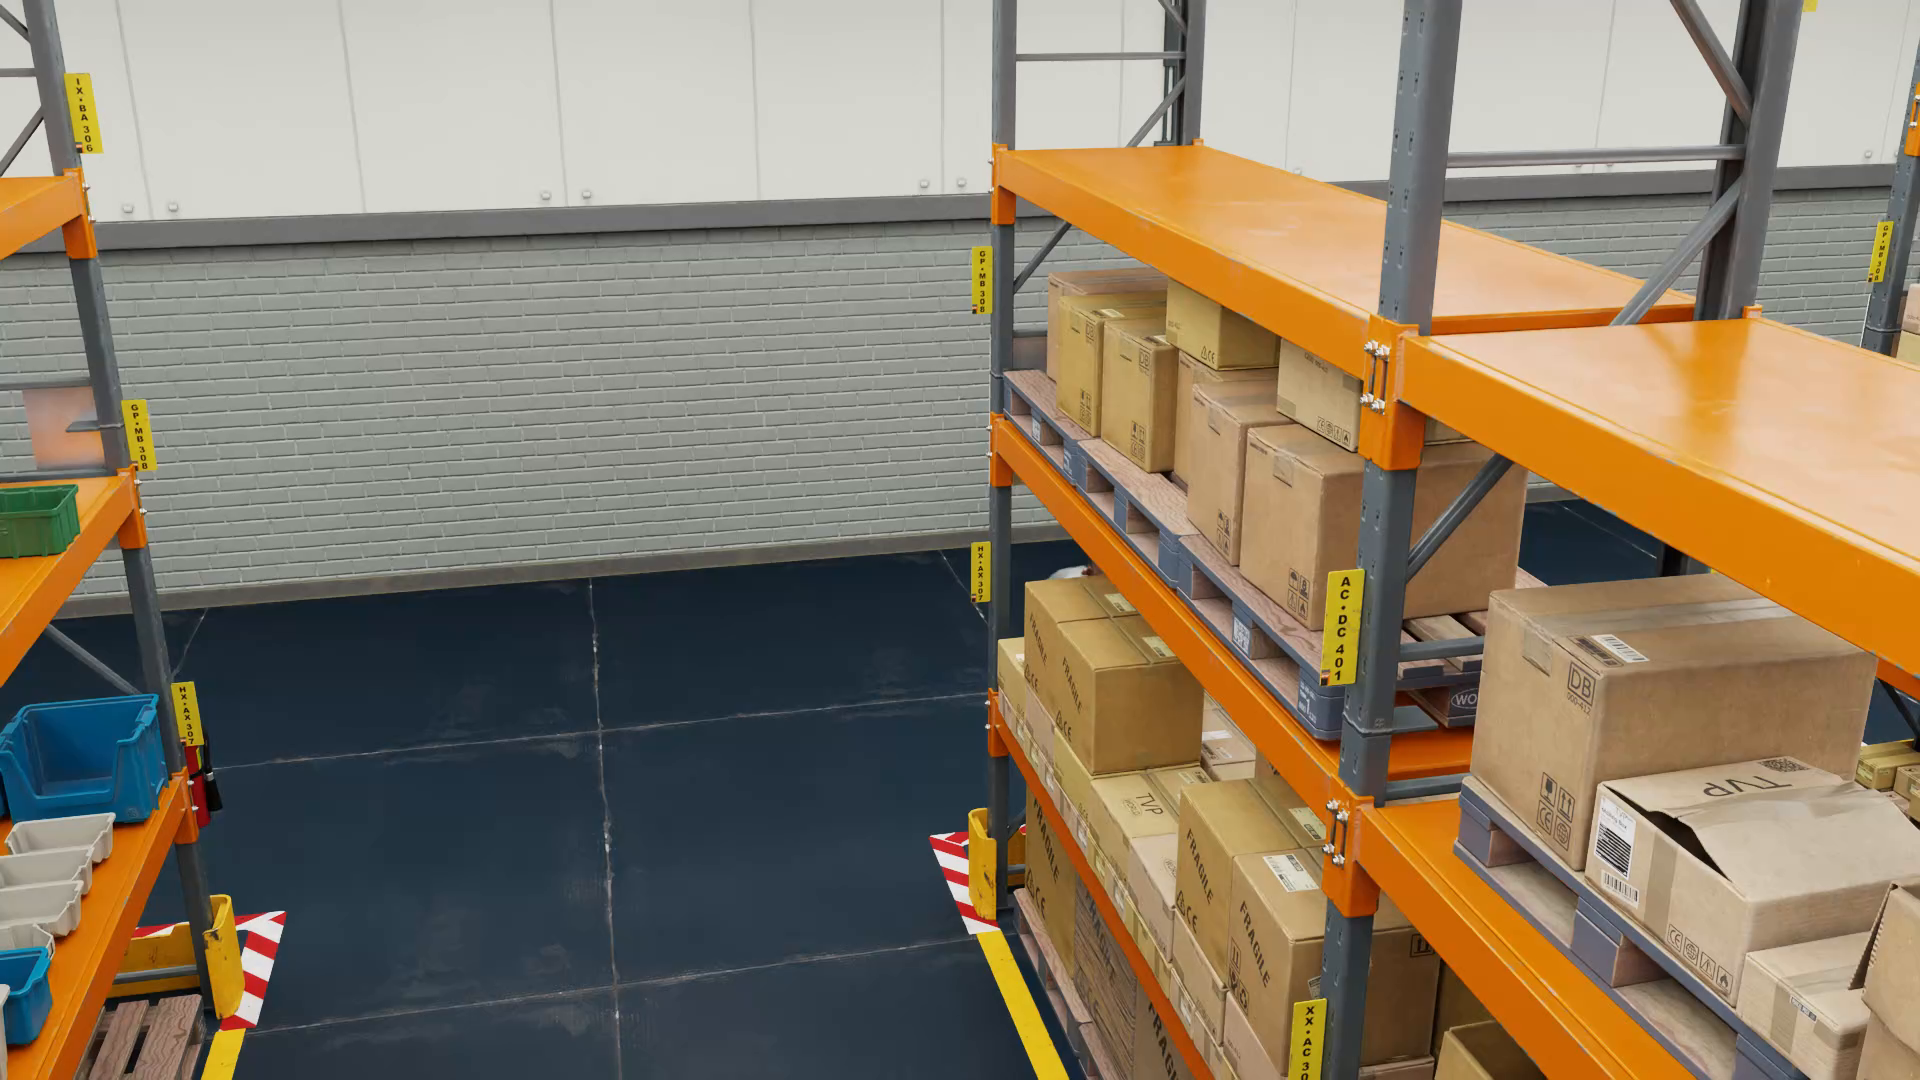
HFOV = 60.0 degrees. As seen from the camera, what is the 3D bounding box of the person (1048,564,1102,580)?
[{"bbox_3d":[0.892,0.517,12.349,0.470,0.803,0.819,-5,20,-13],"label":"person"}]
